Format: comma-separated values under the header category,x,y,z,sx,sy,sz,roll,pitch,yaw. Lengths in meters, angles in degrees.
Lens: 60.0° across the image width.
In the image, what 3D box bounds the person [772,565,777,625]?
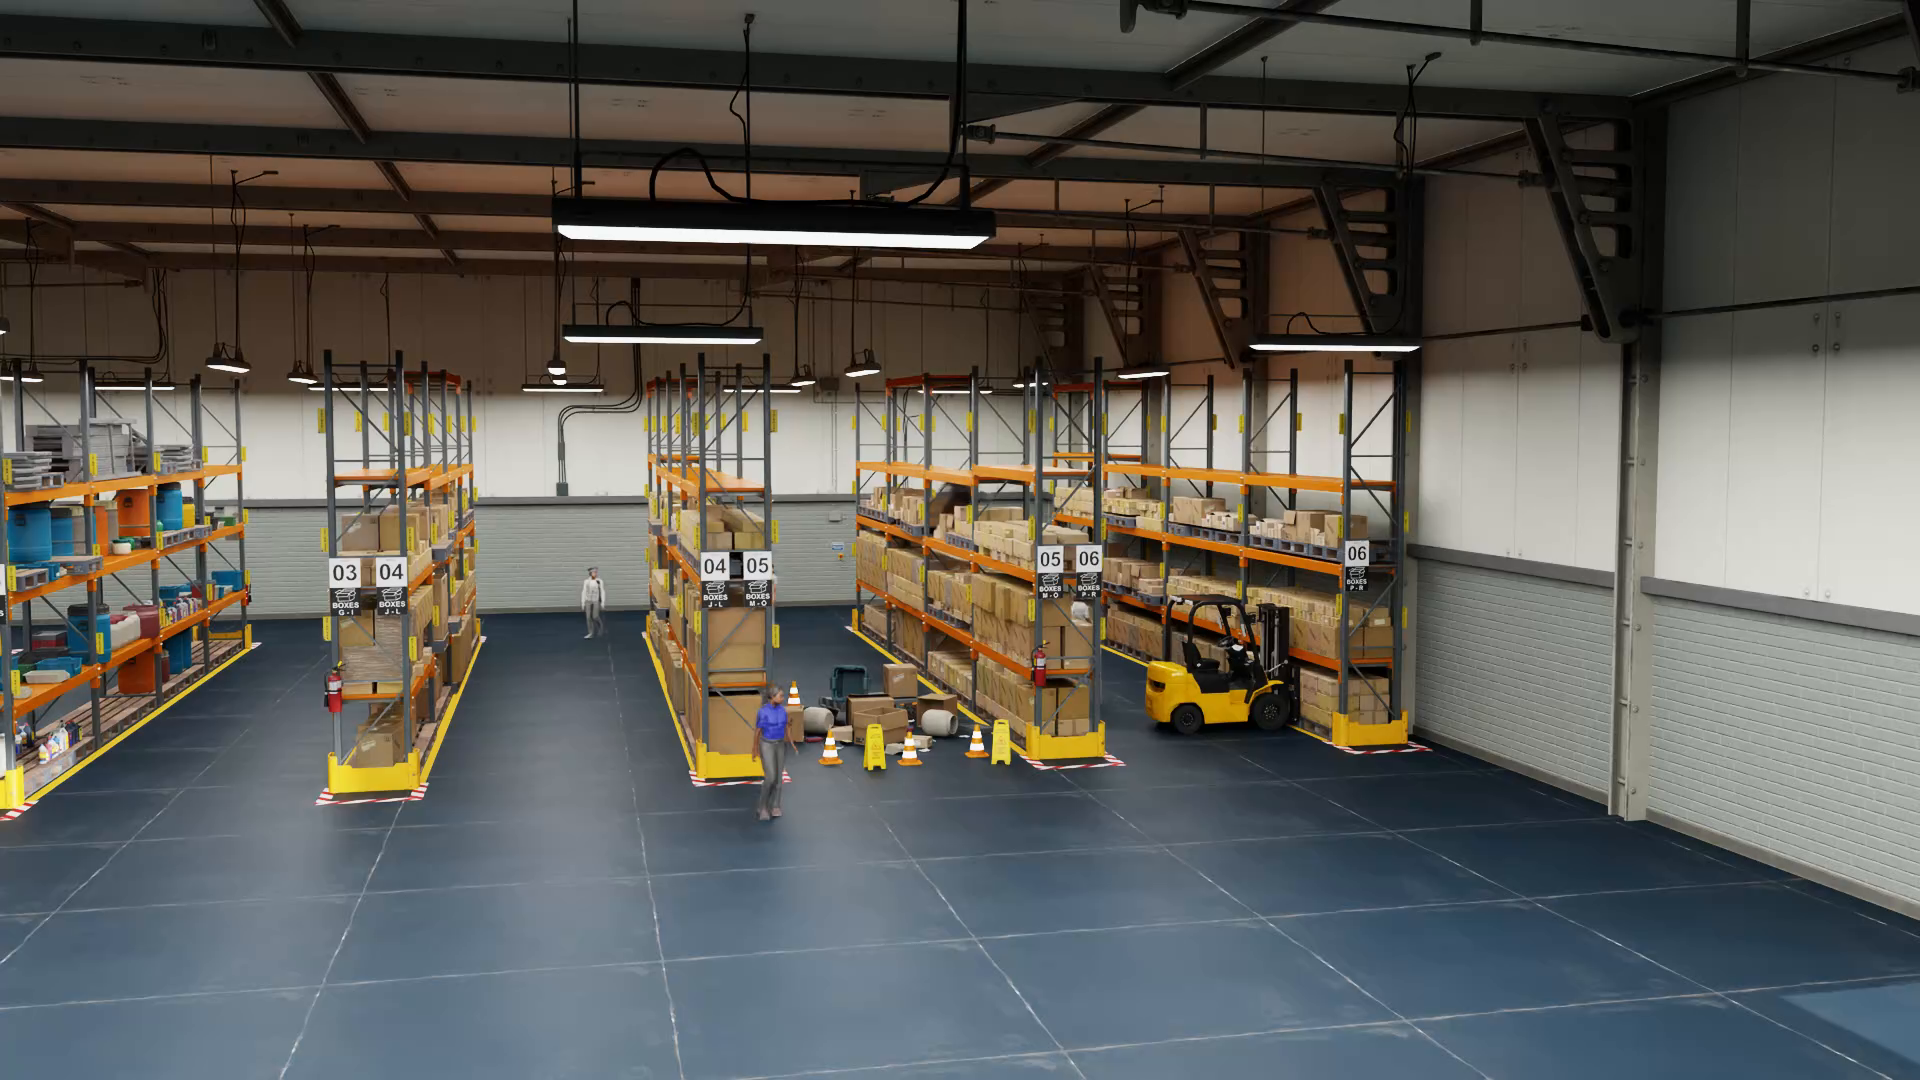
category,x,y,z,sx,sy,sz,roll,pitch,yaw
person,-4.620,1.409,39.885,0.504,1.709,0.448,3,5,32

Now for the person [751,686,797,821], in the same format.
category,x,y,z,sx,sy,sz,roll,pitch,yaw
person,-2.351,2.717,21.229,0.410,1.704,0.540,4,5,43

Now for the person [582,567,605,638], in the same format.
category,x,y,z,sx,sy,sz,roll,pitch,yaw
person,-8.563,1.452,38.785,0.465,1.672,0.468,1,4,15

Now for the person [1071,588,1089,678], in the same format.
category,x,y,z,sx,sy,sz,roll,pitch,yaw
person,2.125,1.734,30.767,0.501,1.741,0.711,-1,4,-16
